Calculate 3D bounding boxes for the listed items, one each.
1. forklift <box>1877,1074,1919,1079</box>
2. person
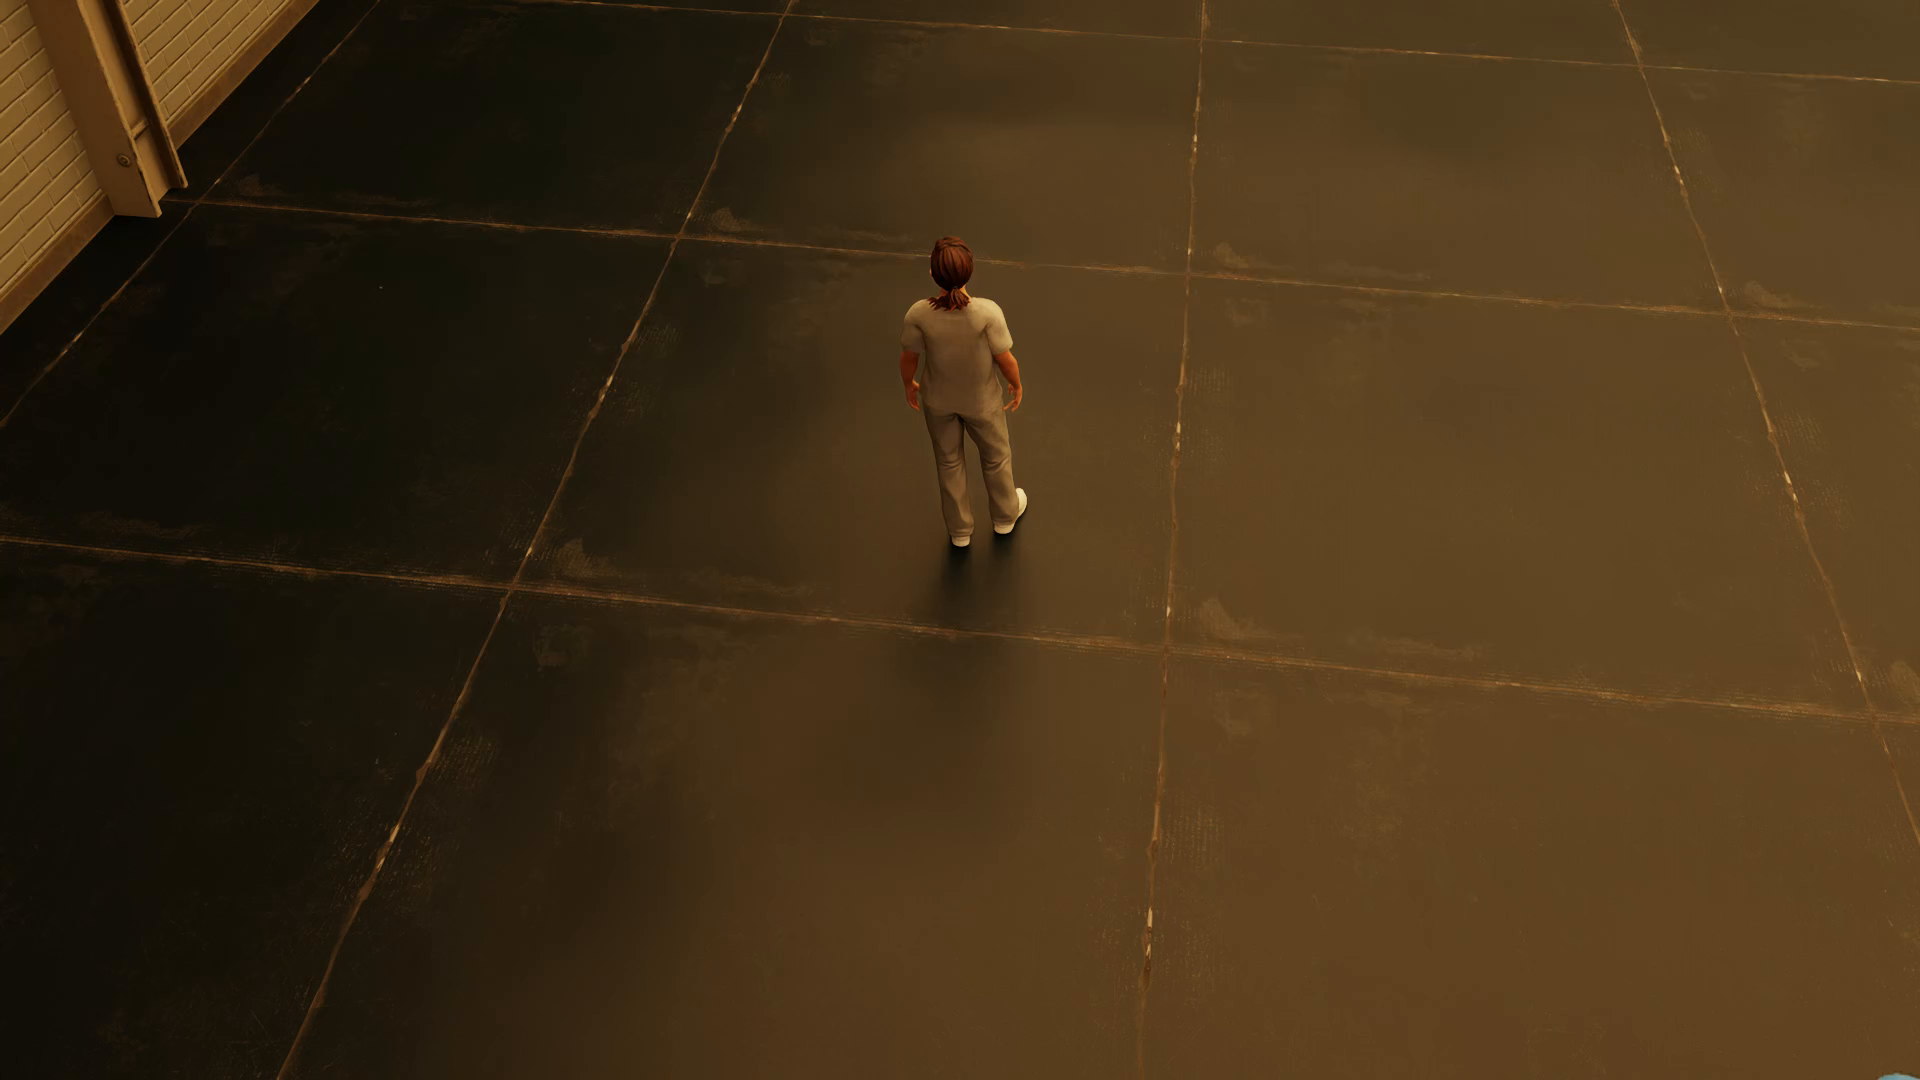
[{"bbox_3d":[3.027,2.218,3.310,1.130,2.935,3.031,-22,47,-22],"label":"forklift"},{"bbox_3d":[0.023,-0.671,7.372,0.549,1.673,0.548,5,43,6],"label":"person"}]
